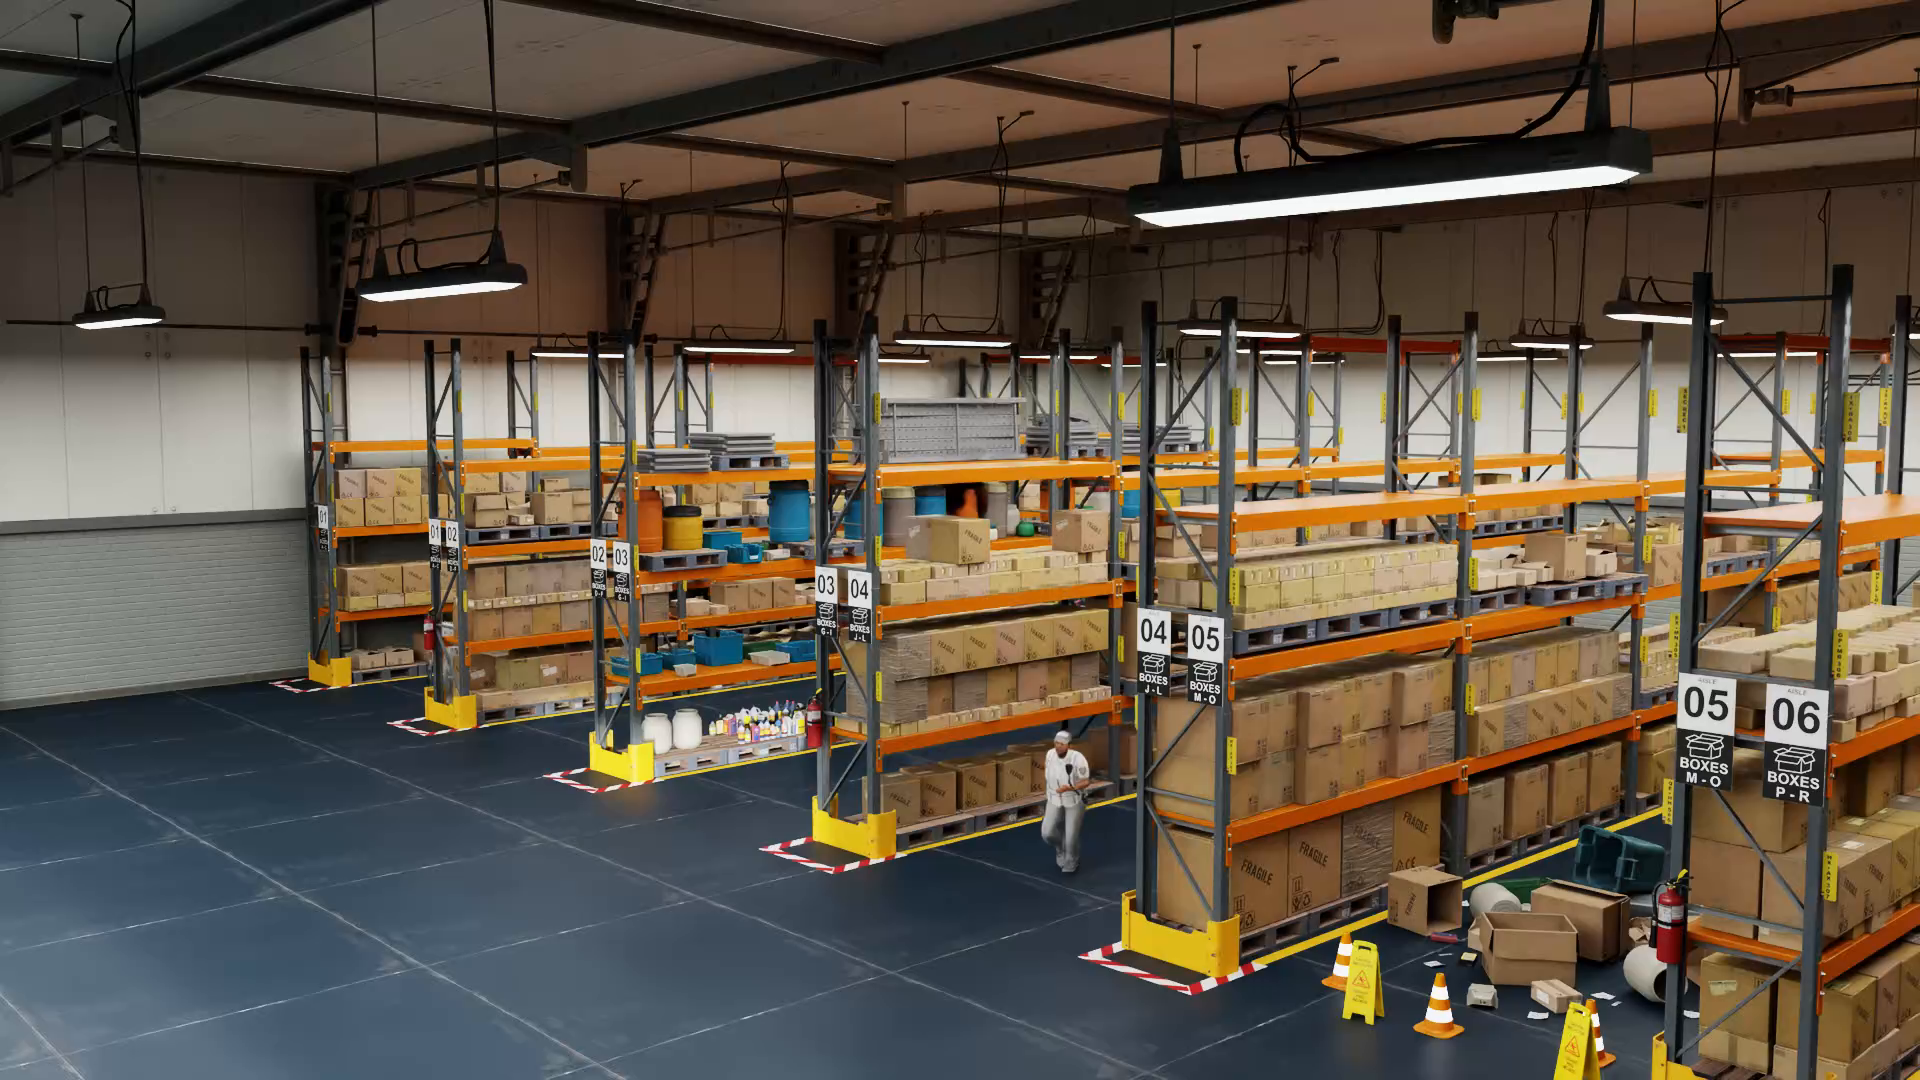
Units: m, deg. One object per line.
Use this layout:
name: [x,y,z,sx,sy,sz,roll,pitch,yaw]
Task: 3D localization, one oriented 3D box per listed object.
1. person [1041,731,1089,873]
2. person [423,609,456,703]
person: [1.114,2.799,17.698,0.564,1.582,0.687,2,5,22]
person: [-8.579,1.921,27.591,0.709,1.638,0.781,3,6,27]
